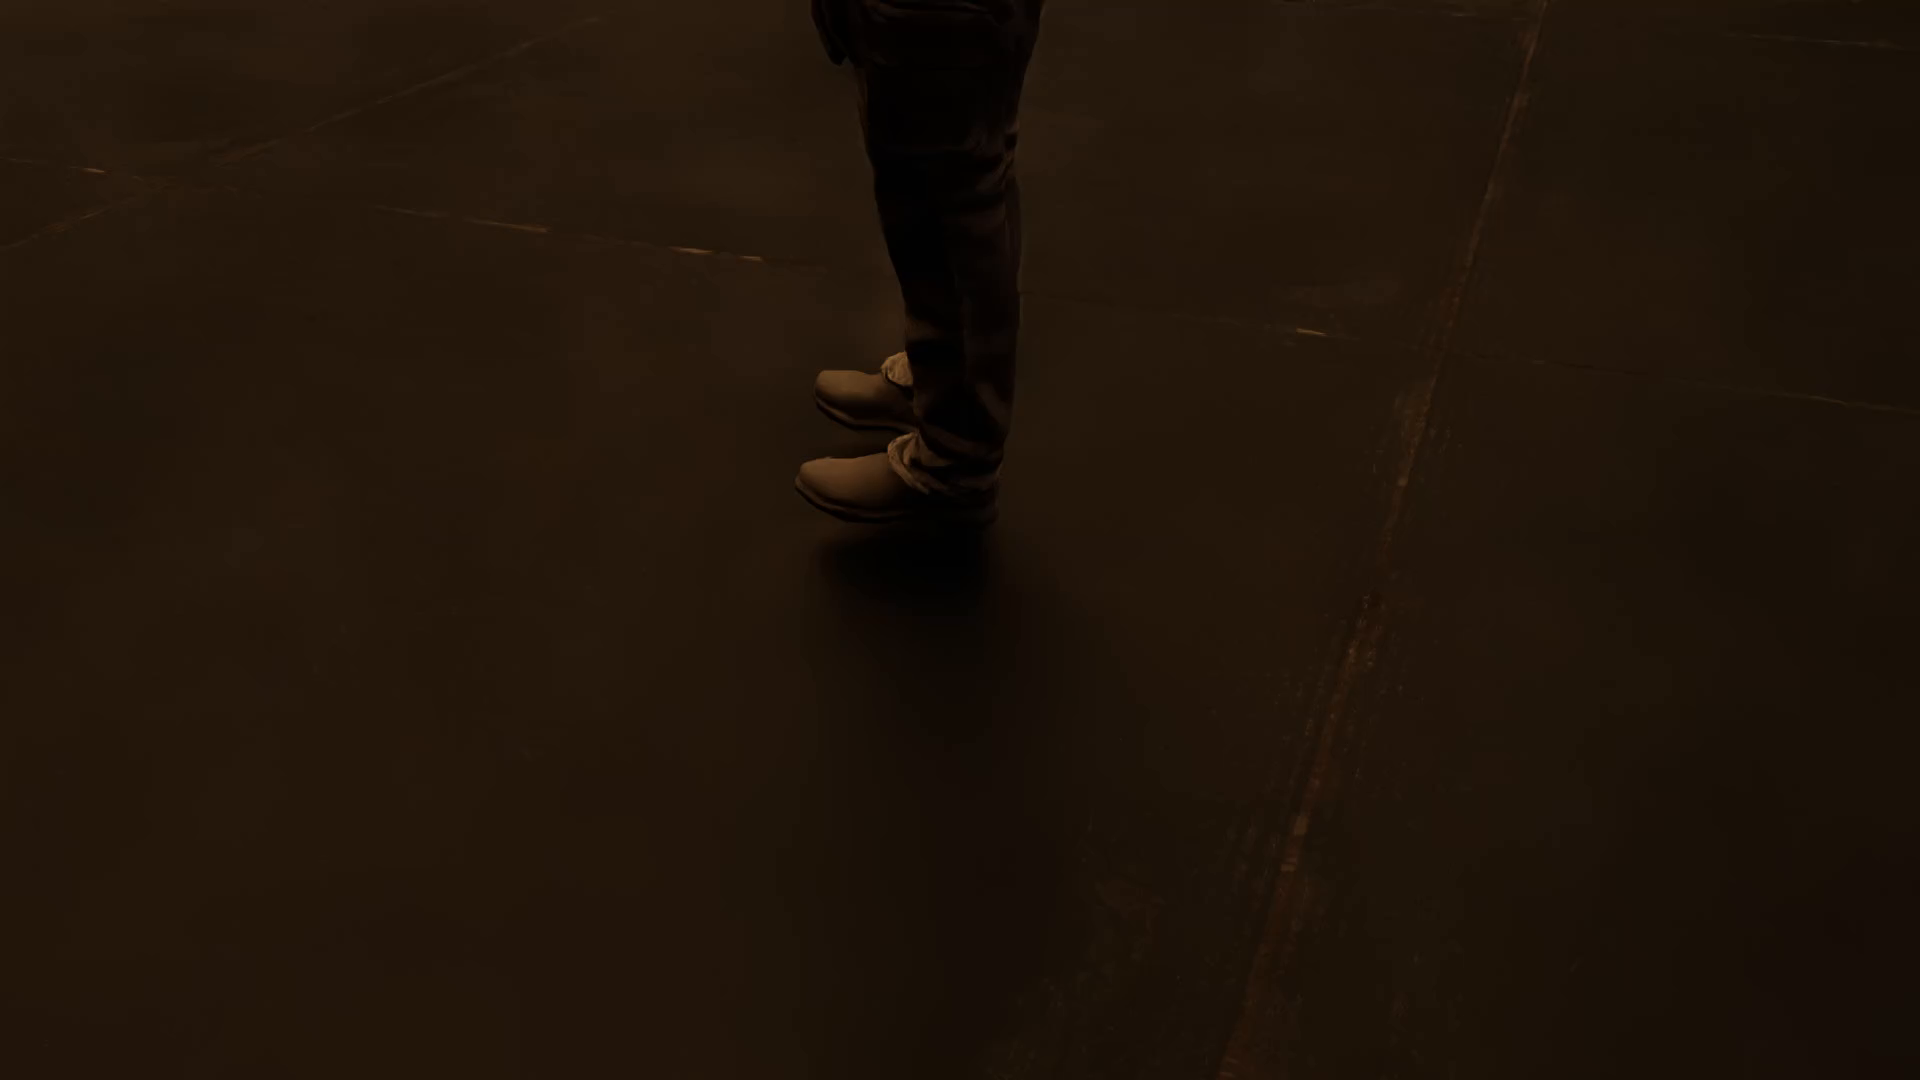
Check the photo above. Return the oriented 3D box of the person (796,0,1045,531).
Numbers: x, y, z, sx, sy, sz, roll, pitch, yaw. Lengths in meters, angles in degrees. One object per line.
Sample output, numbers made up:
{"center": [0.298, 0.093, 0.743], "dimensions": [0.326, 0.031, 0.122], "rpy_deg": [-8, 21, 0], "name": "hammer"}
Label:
{"center": [-0.065, -0.832, 2.066], "dimensions": [0.576, 1.781, 0.655], "rpy_deg": [10, 31, 18], "name": "person"}
